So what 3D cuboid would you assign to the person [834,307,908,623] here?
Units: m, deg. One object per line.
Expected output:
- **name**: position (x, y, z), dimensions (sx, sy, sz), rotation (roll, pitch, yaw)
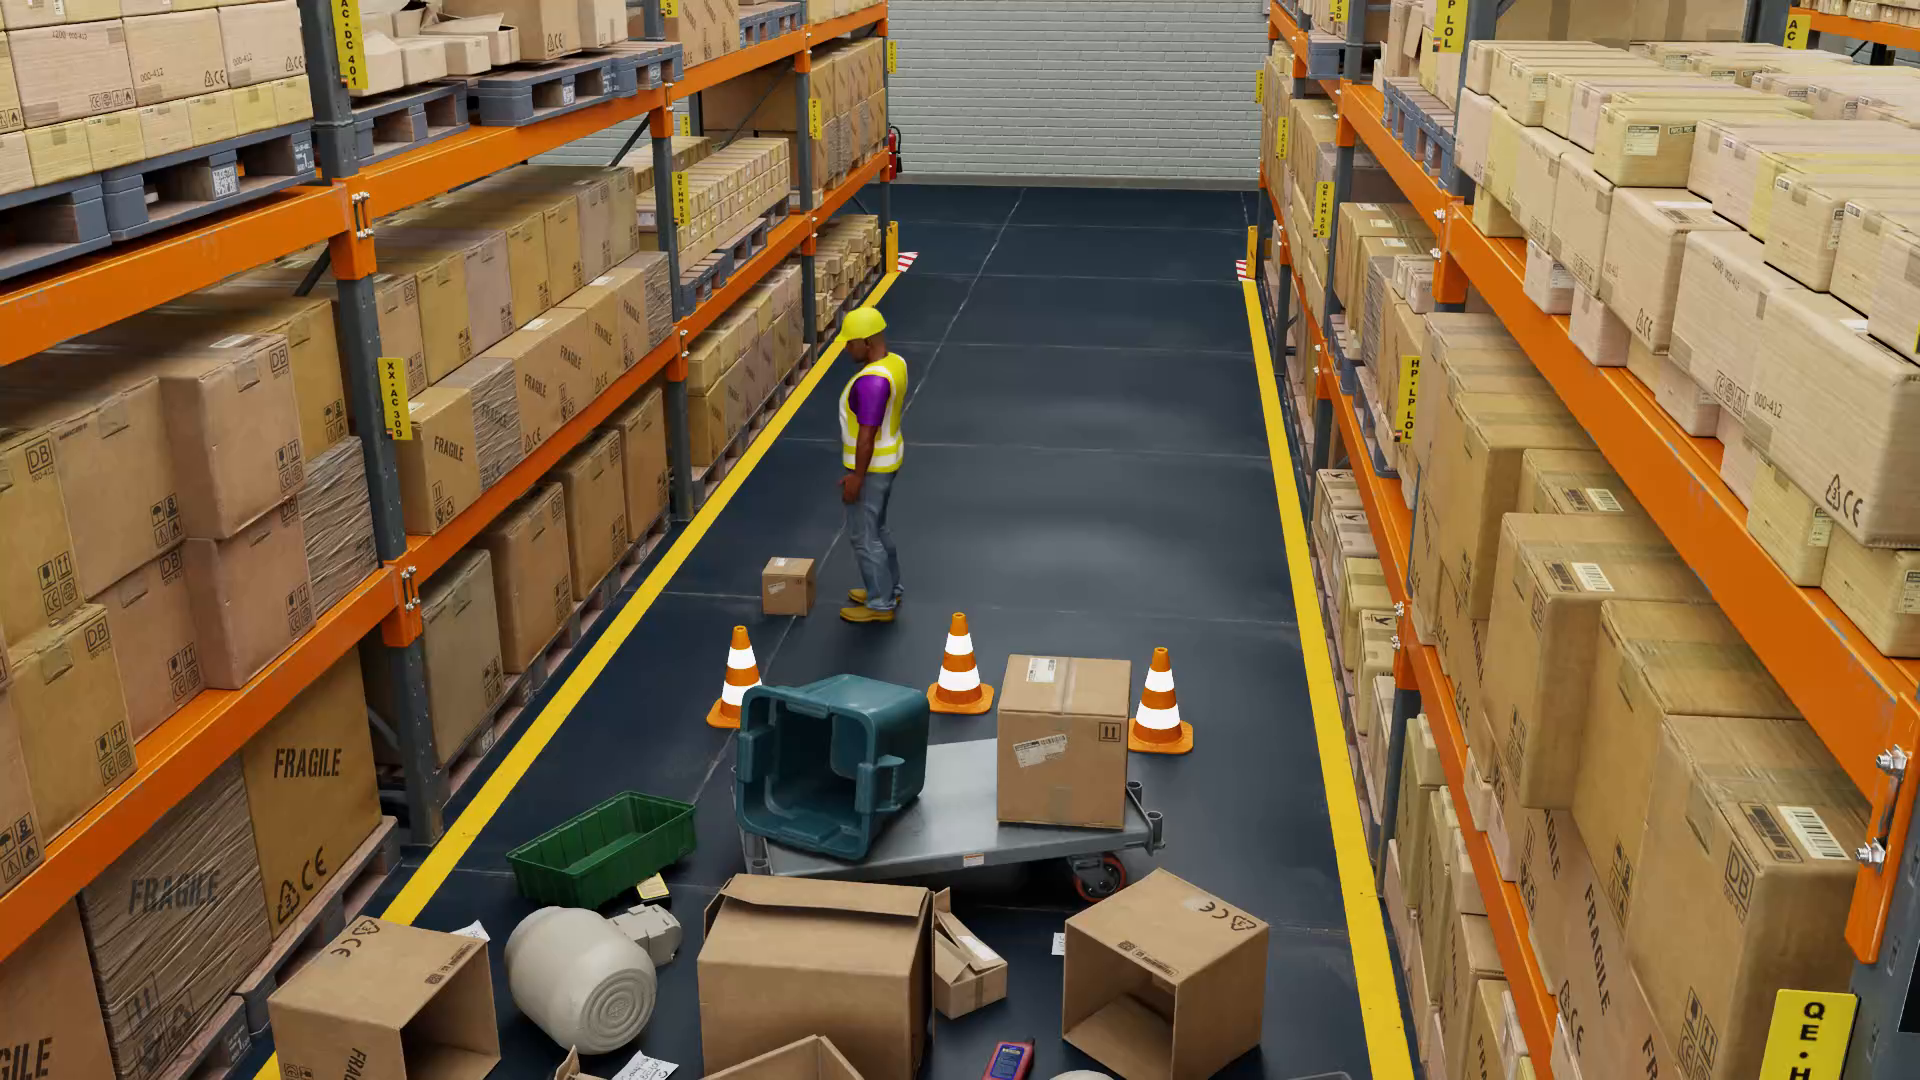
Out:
- **person**: position (-0.486, -0.413, 9.131), dimensions (0.368, 1.759, 0.568), rotation (3, 21, 7)
